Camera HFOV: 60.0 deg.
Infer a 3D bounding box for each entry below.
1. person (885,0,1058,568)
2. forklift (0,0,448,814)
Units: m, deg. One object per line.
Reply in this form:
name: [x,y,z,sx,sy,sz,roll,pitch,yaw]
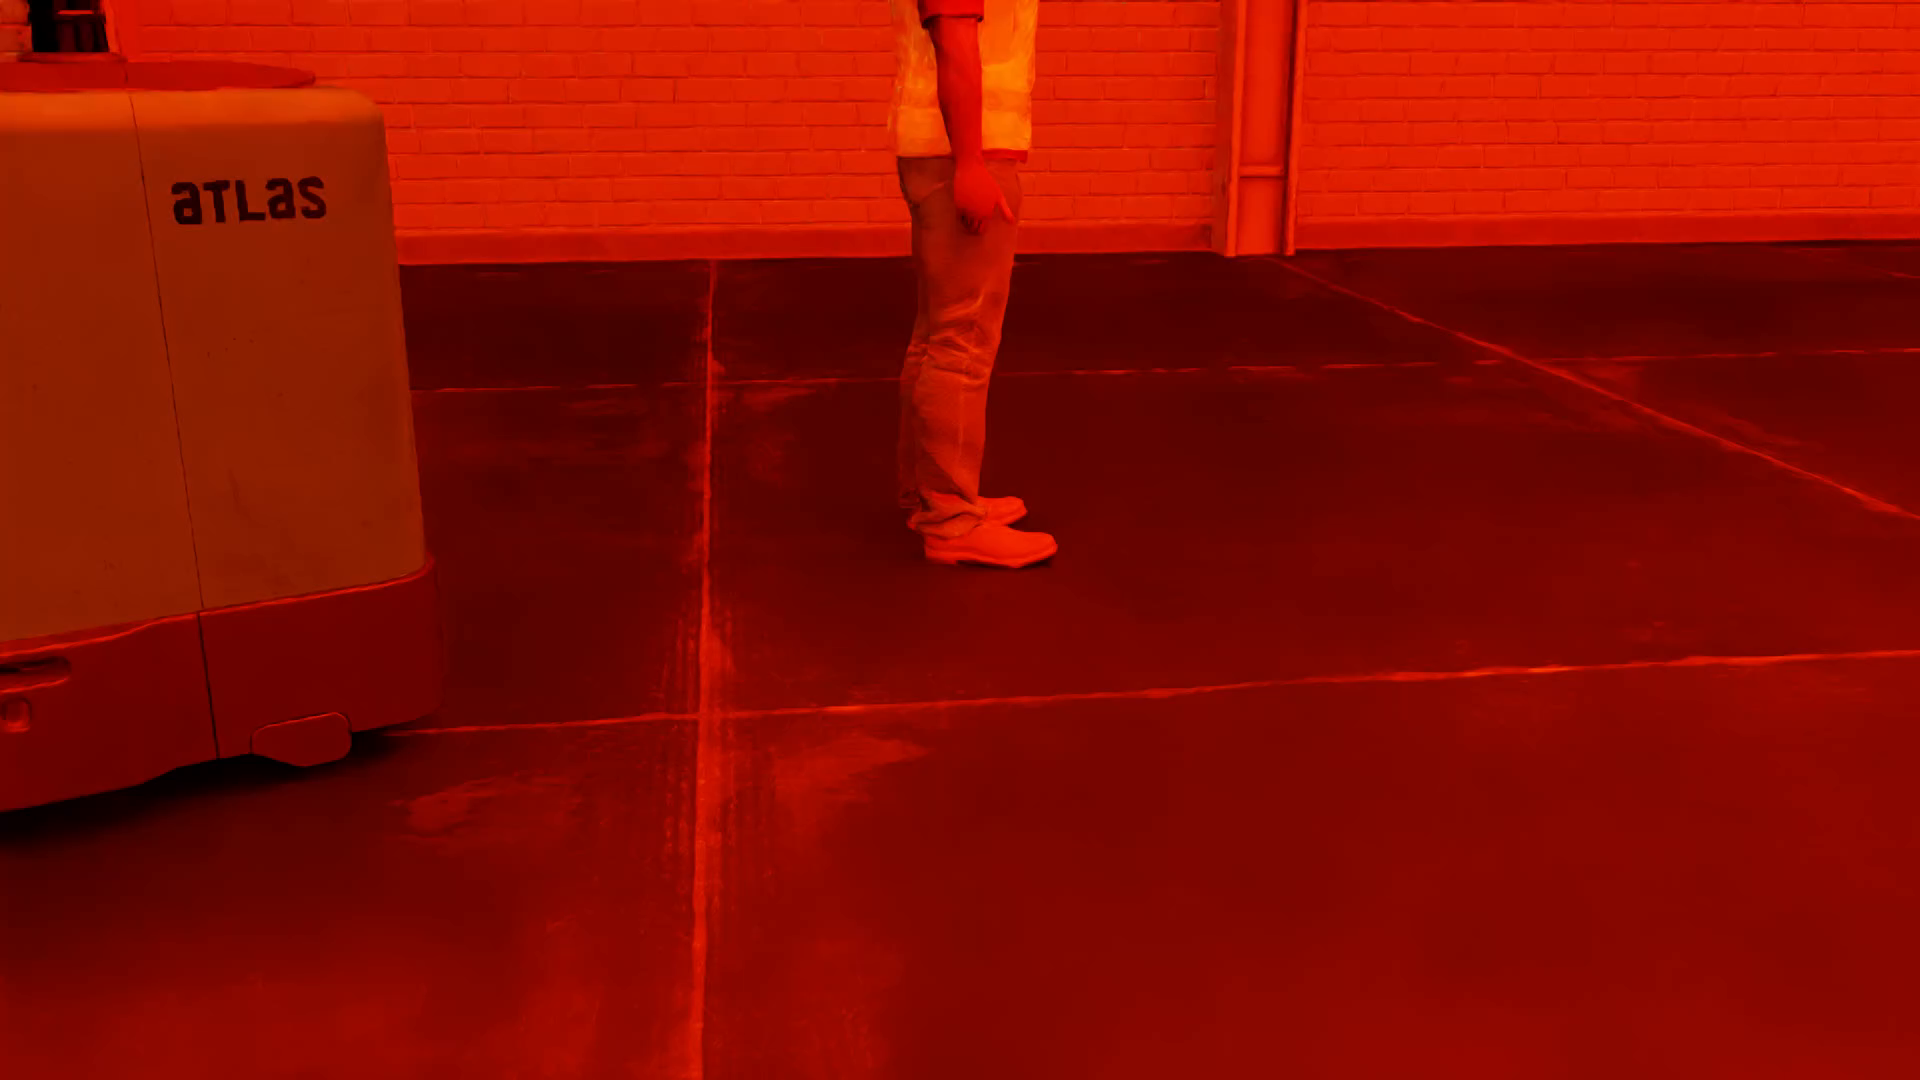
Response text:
person: [0.012,-0.847,3.714,0.367,1.771,0.559,-2,17,-8]
forklift: [-2.394,-0.951,2.043,3.031,2.935,1.130,-10,19,-30]
